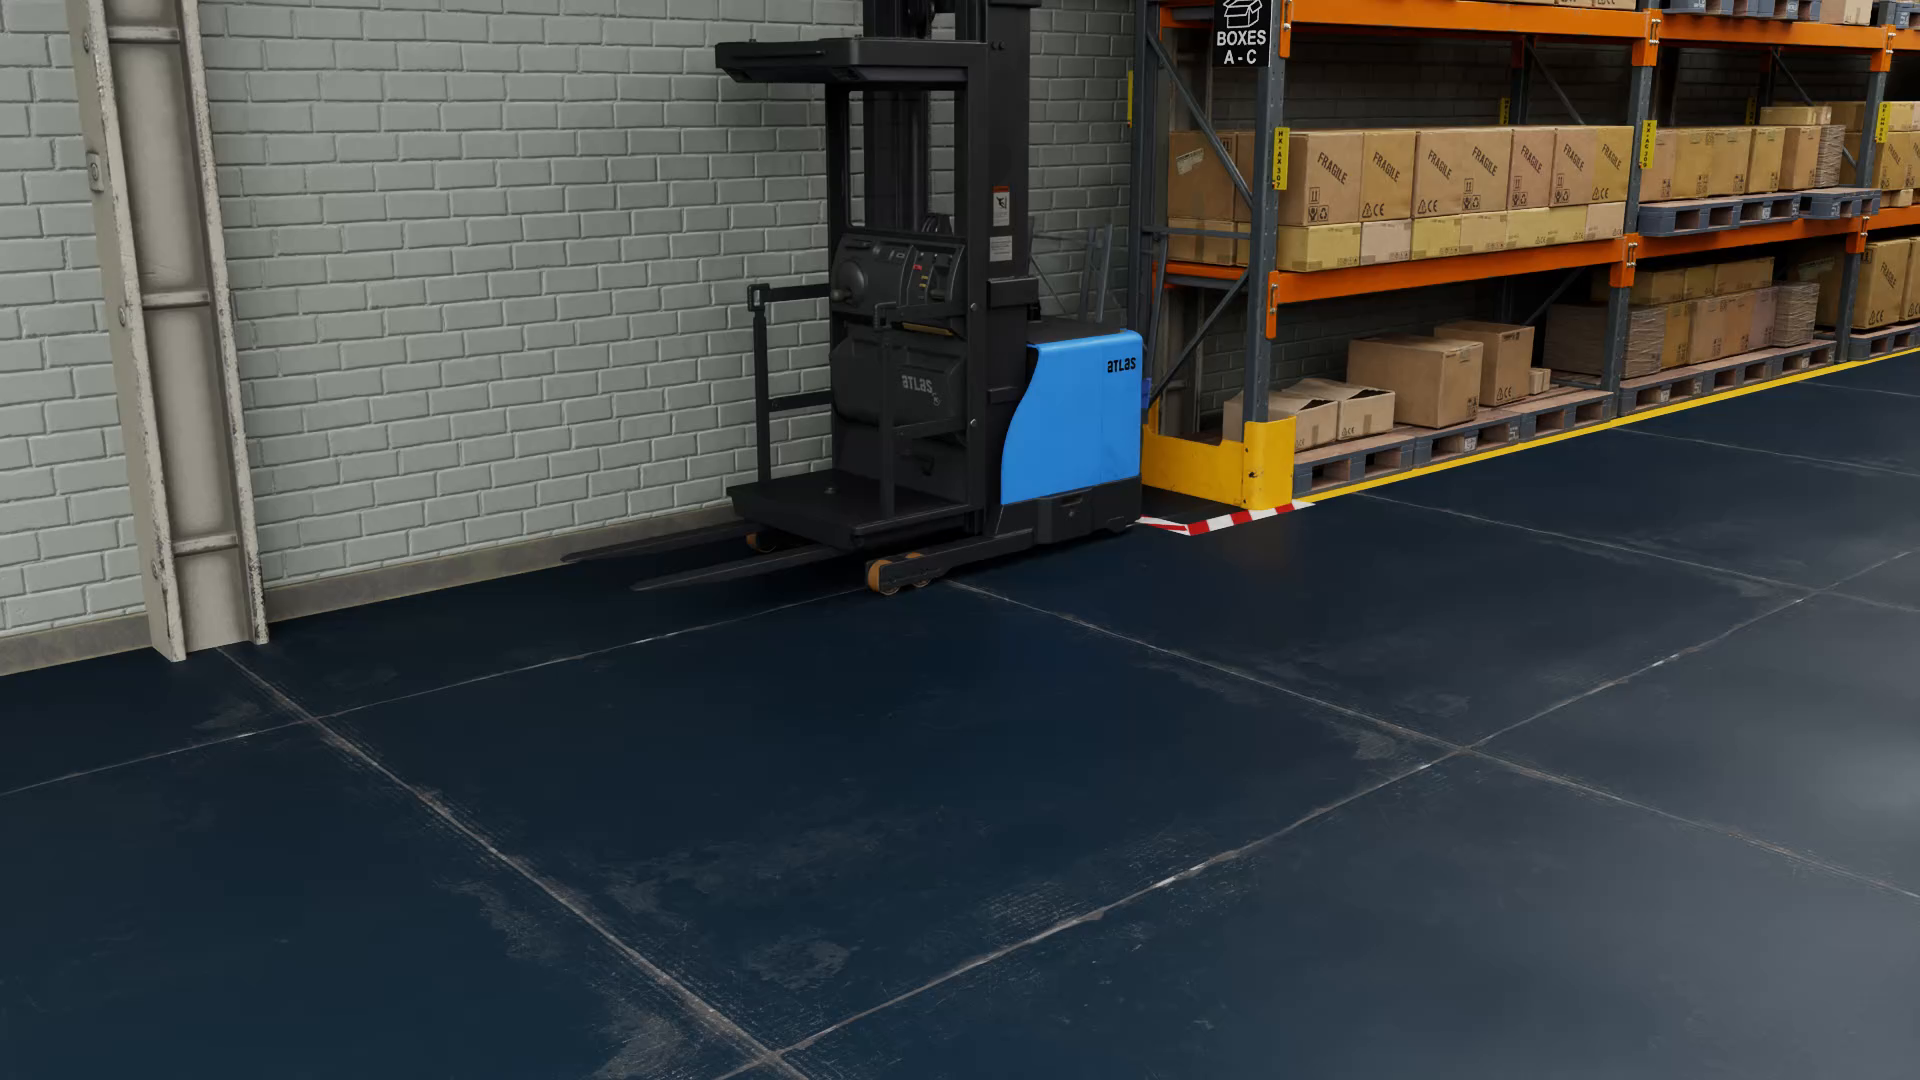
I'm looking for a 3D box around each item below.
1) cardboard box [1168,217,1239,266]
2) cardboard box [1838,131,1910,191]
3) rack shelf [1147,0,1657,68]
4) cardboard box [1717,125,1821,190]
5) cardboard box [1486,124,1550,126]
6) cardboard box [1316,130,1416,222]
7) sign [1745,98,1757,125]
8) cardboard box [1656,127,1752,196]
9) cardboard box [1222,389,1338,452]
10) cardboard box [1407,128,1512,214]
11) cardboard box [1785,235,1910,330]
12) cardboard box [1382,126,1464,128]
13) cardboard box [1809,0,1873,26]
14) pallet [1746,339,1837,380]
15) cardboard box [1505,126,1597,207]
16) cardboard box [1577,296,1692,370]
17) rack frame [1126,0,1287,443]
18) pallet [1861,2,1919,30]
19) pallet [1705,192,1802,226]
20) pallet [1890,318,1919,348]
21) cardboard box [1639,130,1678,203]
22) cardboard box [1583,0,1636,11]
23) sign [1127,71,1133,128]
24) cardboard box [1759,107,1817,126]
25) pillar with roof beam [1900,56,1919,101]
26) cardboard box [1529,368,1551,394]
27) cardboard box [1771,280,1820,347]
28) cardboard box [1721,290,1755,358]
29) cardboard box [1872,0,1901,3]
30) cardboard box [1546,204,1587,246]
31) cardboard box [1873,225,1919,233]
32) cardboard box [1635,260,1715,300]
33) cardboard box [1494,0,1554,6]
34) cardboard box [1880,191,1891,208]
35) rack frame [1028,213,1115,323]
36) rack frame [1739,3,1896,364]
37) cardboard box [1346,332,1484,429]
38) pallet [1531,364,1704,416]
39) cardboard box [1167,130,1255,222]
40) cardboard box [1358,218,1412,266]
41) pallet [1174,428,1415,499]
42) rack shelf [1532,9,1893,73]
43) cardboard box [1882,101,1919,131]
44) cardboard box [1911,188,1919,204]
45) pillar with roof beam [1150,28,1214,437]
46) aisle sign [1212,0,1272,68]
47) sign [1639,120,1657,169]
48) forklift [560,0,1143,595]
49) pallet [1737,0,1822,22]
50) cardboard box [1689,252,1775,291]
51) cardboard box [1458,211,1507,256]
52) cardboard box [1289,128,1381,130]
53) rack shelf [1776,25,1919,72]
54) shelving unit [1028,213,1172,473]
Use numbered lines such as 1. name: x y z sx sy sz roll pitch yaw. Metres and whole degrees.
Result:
1. cardboard box: 1.590 -1.792 9.899 0.500 0.250 0.500 -12 19 -39
2. cardboard box: 7.934 -3.327 14.586 0.500 0.500 0.500 -12 19 -38
3. rack shelf: 2.873 -3.179 10.419 4.000 0.370 1.077 -13 19 -39
4. cardboard box: 6.648 -3.173 13.769 0.700 0.500 0.500 14 20 42
5. cardboard box: 3.890 -2.676 11.755 0.500 0.500 0.500 -13 20 -41
6. cardboard box: 2.301 -2.142 9.754 0.500 0.500 0.500 -13 19 -39
7. sign: 7.033 -3.760 14.771 0.005 0.325 0.100 -13 19 -39
8. cardboard box: 5.691 -2.967 12.999 0.500 0.500 0.700 -10 18 -32
9. cardboard box: 1.945 -0.751 10.108 0.500 0.311 0.500 13 20 41
10. cardboard box: 3.077 -2.318 10.413 0.500 0.500 0.500 -12 19 -38
11. cardboard box: 8.040 -2.357 15.112 0.750 0.750 0.750 -13 20 -40
12. cardboard box: 3.118 -2.506 11.118 0.500 0.500 0.500 -12 19 -38
13. cardboard box: 7.033 -4.335 13.486 0.500 0.311 0.500 -13 19 -39
14. pallet: 6.809 -1.614 14.383 1.213 0.211 1.003 -13 19 -39
15. cardboard box: 3.855 -2.489 11.055 0.500 0.500 0.500 -13 20 -40
16. cardboard box: 5.283 -1.646 13.090 0.500 0.500 0.700 -13 20 -40
17. rack frame: 1.364 -1.738 9.444 0.127 3.000 1.000 -13 19 -39
18. pallet: 7.850 -4.571 14.602 1.003 0.211 1.213 -12 19 -37
19. pallet: 5.933 -2.657 13.257 1.213 0.211 1.003 -13 19 -39
20. pallet: 8.963 -2.071 16.093 1.213 0.211 1.003 -13 19 -39
21. cardboard box: 4.788 -2.756 12.209 0.500 0.500 0.700 -13 19 -39
22. cardboard box: 4.161 -3.789 11.077 0.500 0.500 0.500 -12 19 -38
23. sign: 1.015 -2.562 9.671 0.005 0.325 0.100 -13 19 -39
24. cardboard box: 6.926 -3.546 13.909 0.380 0.149 0.250 12 19 38
25. pillar with roof beam: 13.203 -6.118 14.217 0.400 9.000 9.100 -13 19 -39
26. cardboard box: 3.998 -1.163 11.929 0.380 0.166 0.250 13 20 40
27. cardboard box: 6.890 -1.966 14.289 0.500 0.500 0.700 -12 19 -39
28. cardboard box: 6.069 -1.812 13.711 0.500 0.500 0.700 -13 20 -40
29. cardboard box: 7.721 -4.895 14.405 0.700 0.500 0.500 14 21 43
30. cardboard box: 3.842 -2.131 11.167 0.500 0.250 0.500 -13 19 -39
31. cardboard box: 9.343 -2.649 16.205 0.750 0.750 0.750 -12 19 -38
32. cardboard box: 5.646 -2.075 13.244 0.500 0.250 0.500 -13 20 -41
33. cardboard box: 3.380 -3.605 10.388 0.500 0.500 0.500 -14 20 -41
34. cardboard box: 7.996 -3.033 14.741 0.250 0.149 0.380 -12 19 -39
35. rack frame: 0.512 -0.993 9.037 0.500 1.500 0.032 10 10 23
36. rack frame: 7.399 -3.093 14.518 0.127 3.000 1.000 -13 19 -39
37. cardboard box: 2.962 -1.054 10.874 0.500 0.500 0.700 -14 21 -43
38. pallet: 4.968 -1.201 12.836 1.213 0.211 1.003 -13 19 -39
39. cardboard box: 1.580 -2.159 9.818 0.500 0.500 0.500 -13 20 -40
40. cardboard box: 2.323 -1.787 9.879 0.500 0.250 0.500 -13 20 -41
41. pallet: 2.058 -0.534 10.342 1.213 0.211 1.003 -13 19 -39
42. rack shelf: 5.891 -3.856 12.955 4.000 0.370 1.077 -13 19 -39
43. cardboard box: 8.316 -3.775 14.809 0.500 0.250 0.500 -13 20 -40
44. cardboard box: 8.550 -3.174 15.268 0.250 0.149 0.380 -12 19 -38
45. pillar with roof beam: 4.151 -4.085 6.607 0.400 9.000 9.100 -13 19 -39
46. aisle sign: 1.507 -2.923 8.845 0.004 0.787 0.394 -13 19 -39
47. sign: 4.744 -2.730 11.479 0.005 0.325 0.100 -13 19 -39
48. forklift: -0.467 -1.310 7.973 3.031 2.935 1.130 -13 20 -40
49. pallet: 5.698 -4.034 12.592 1.003 0.211 1.213 -13 19 -39
50. cardboard box: 6.419 -2.244 13.877 0.500 0.250 0.500 -12 19 -38
51. cardboard box: 3.094 -1.957 10.517 0.500 0.250 0.500 -12 19 -39
52. cardboard box: 2.354 -2.331 10.461 0.500 0.500 0.500 -13 20 -41
53. rack shelf: 8.908 -4.534 15.492 4.000 0.370 1.077 -13 19 -39
54. shelving unit: 0.721 -1.047 9.497 0.538 1.500 1.048 10 10 23
